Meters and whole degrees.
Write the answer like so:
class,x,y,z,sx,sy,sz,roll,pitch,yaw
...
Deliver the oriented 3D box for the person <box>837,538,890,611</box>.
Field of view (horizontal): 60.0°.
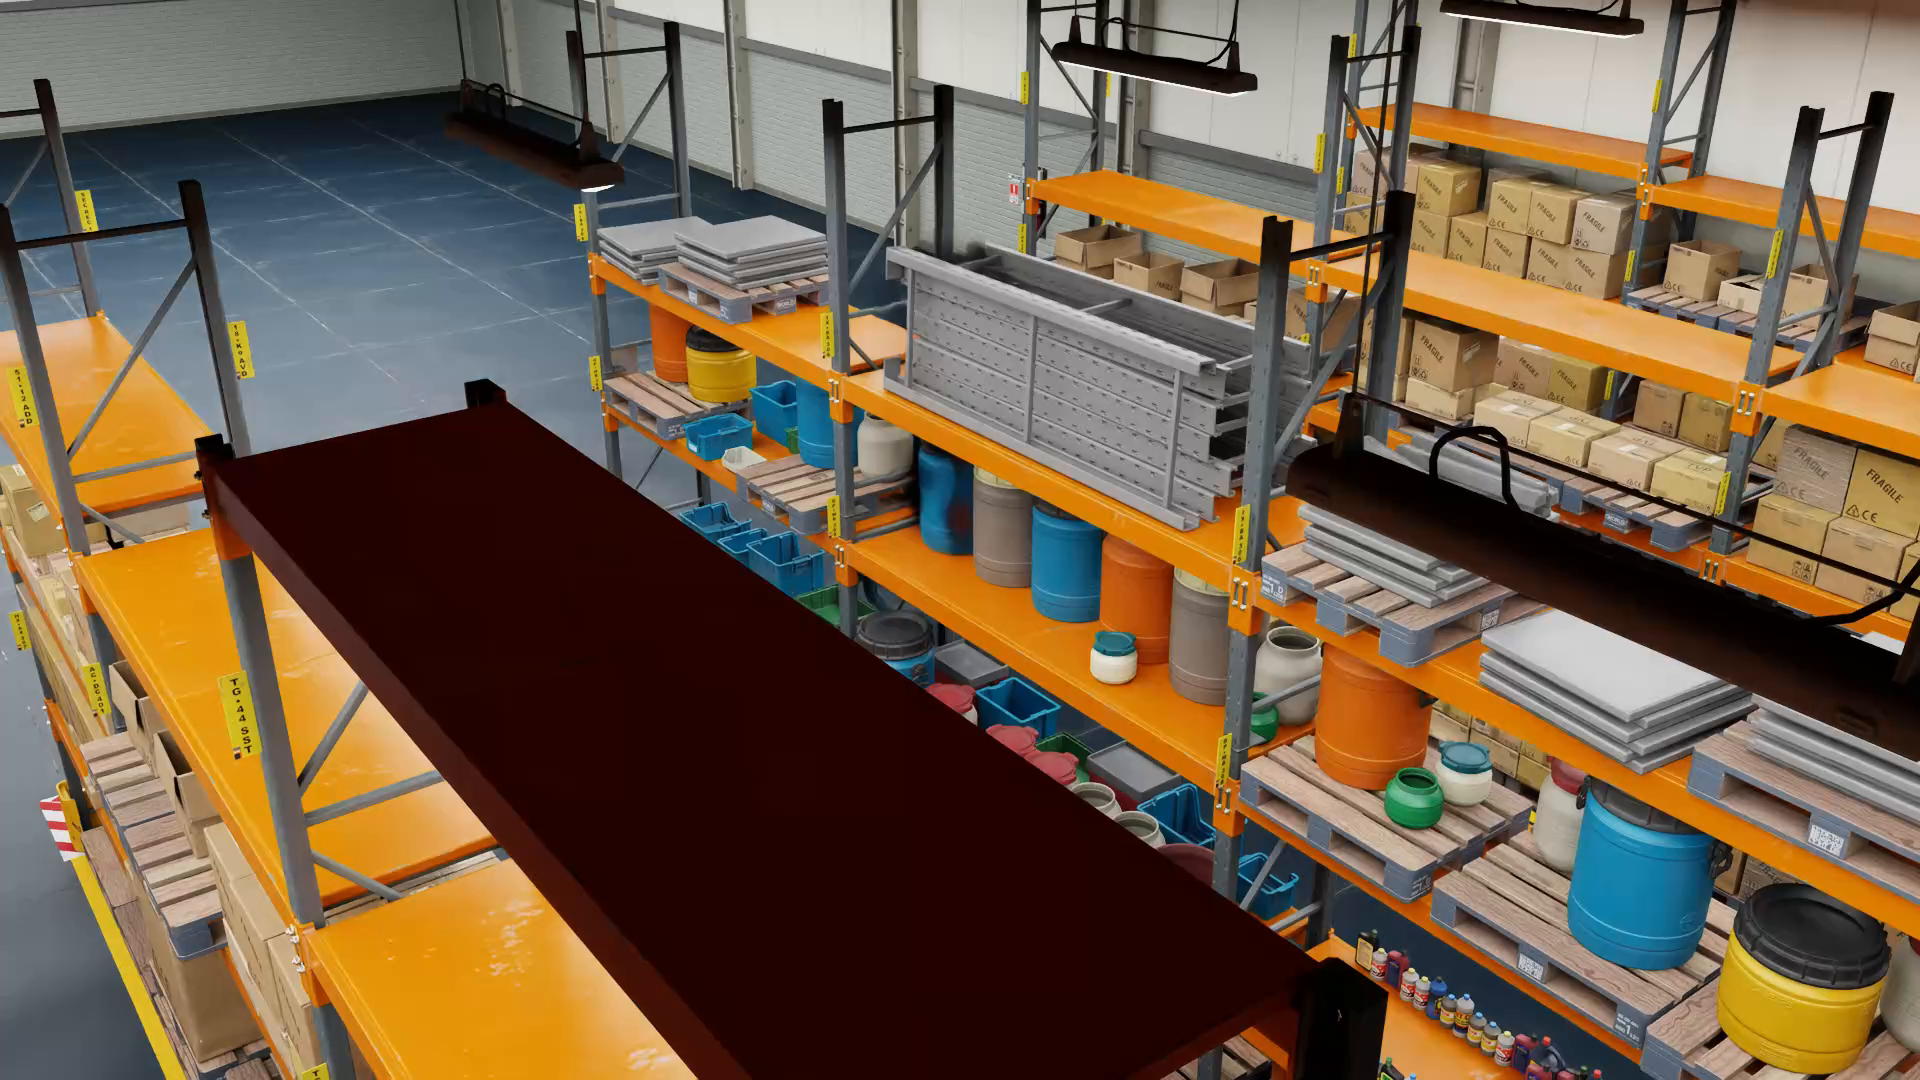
class,x,y,z,sx,sy,sz,roll,pitch,yaw
person,-0.973,0.290,16.472,0.913,1.580,0.549,16,29,31
